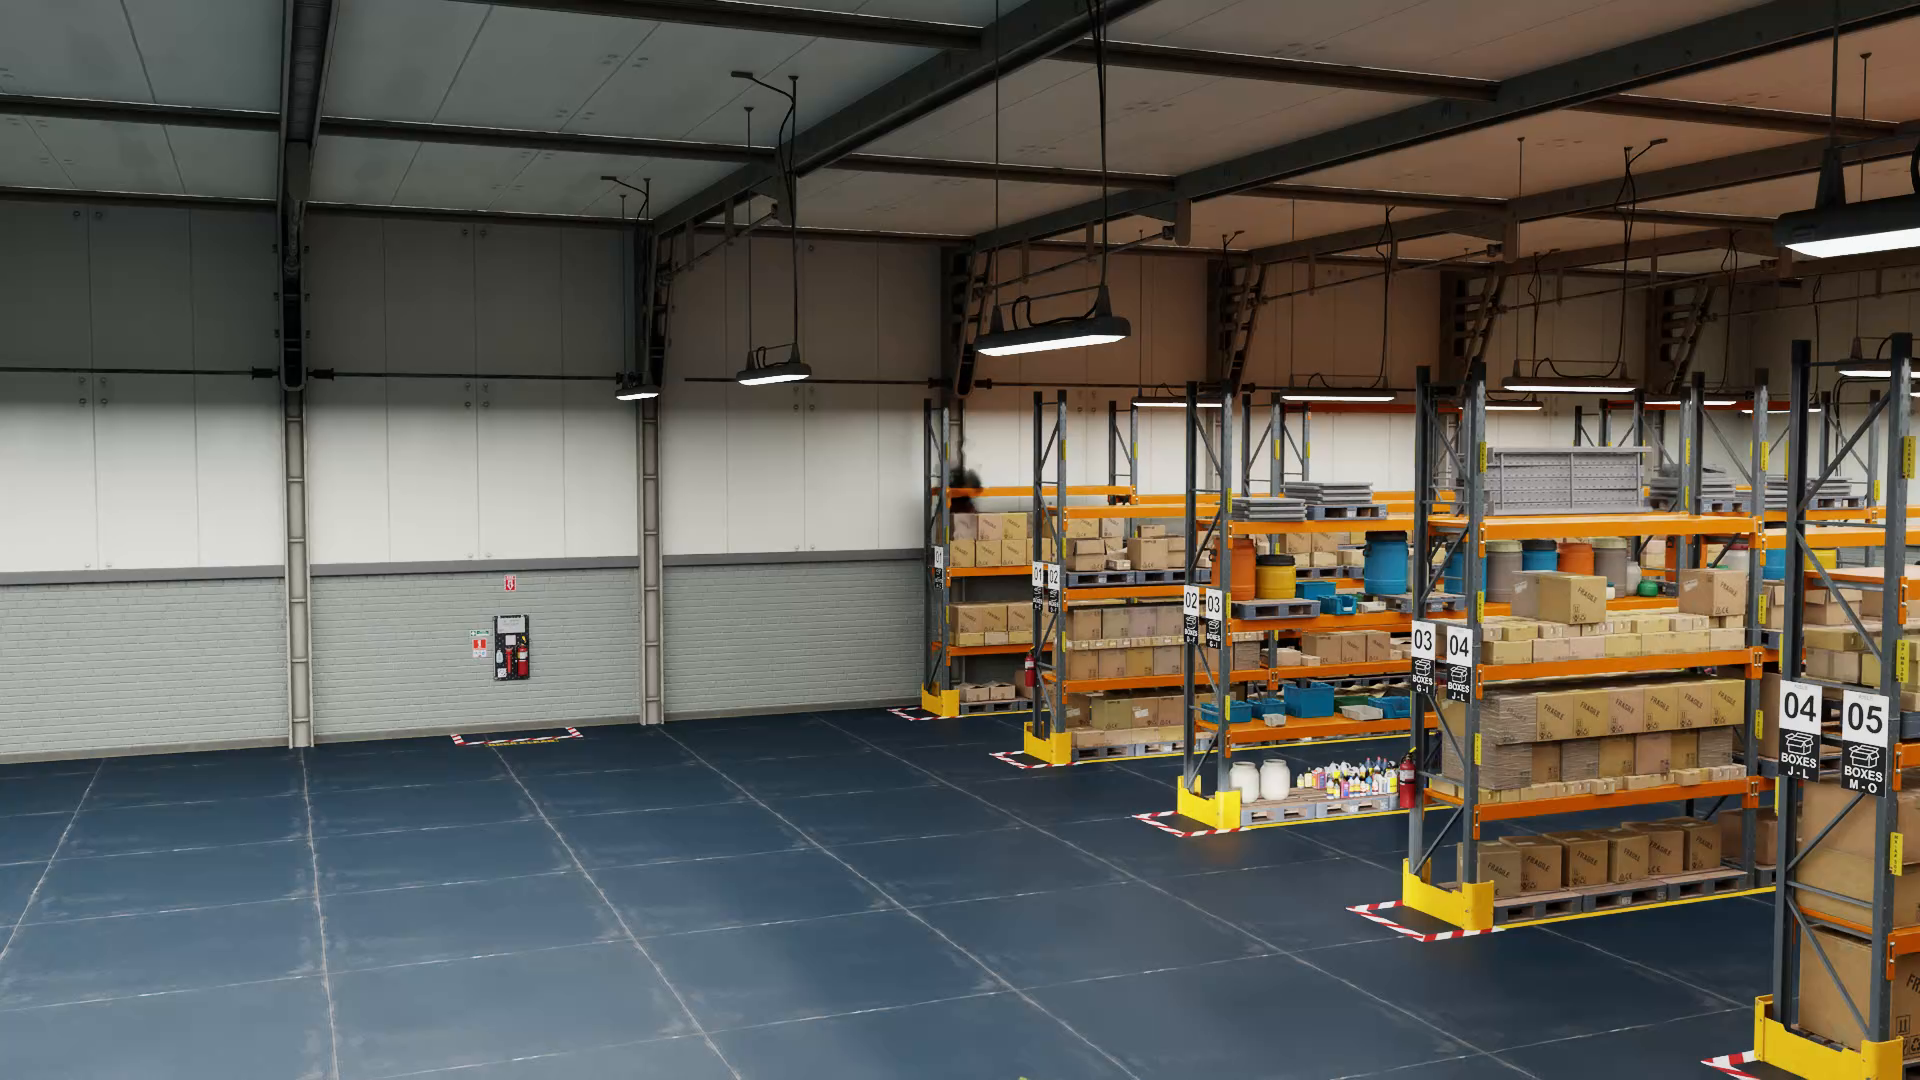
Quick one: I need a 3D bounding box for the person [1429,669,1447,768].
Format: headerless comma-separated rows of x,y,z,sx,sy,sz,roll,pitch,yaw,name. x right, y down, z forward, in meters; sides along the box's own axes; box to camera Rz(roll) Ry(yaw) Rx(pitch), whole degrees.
7.687,2.763,26.498,0.880,1.634,0.608,-2,4,-29,person
